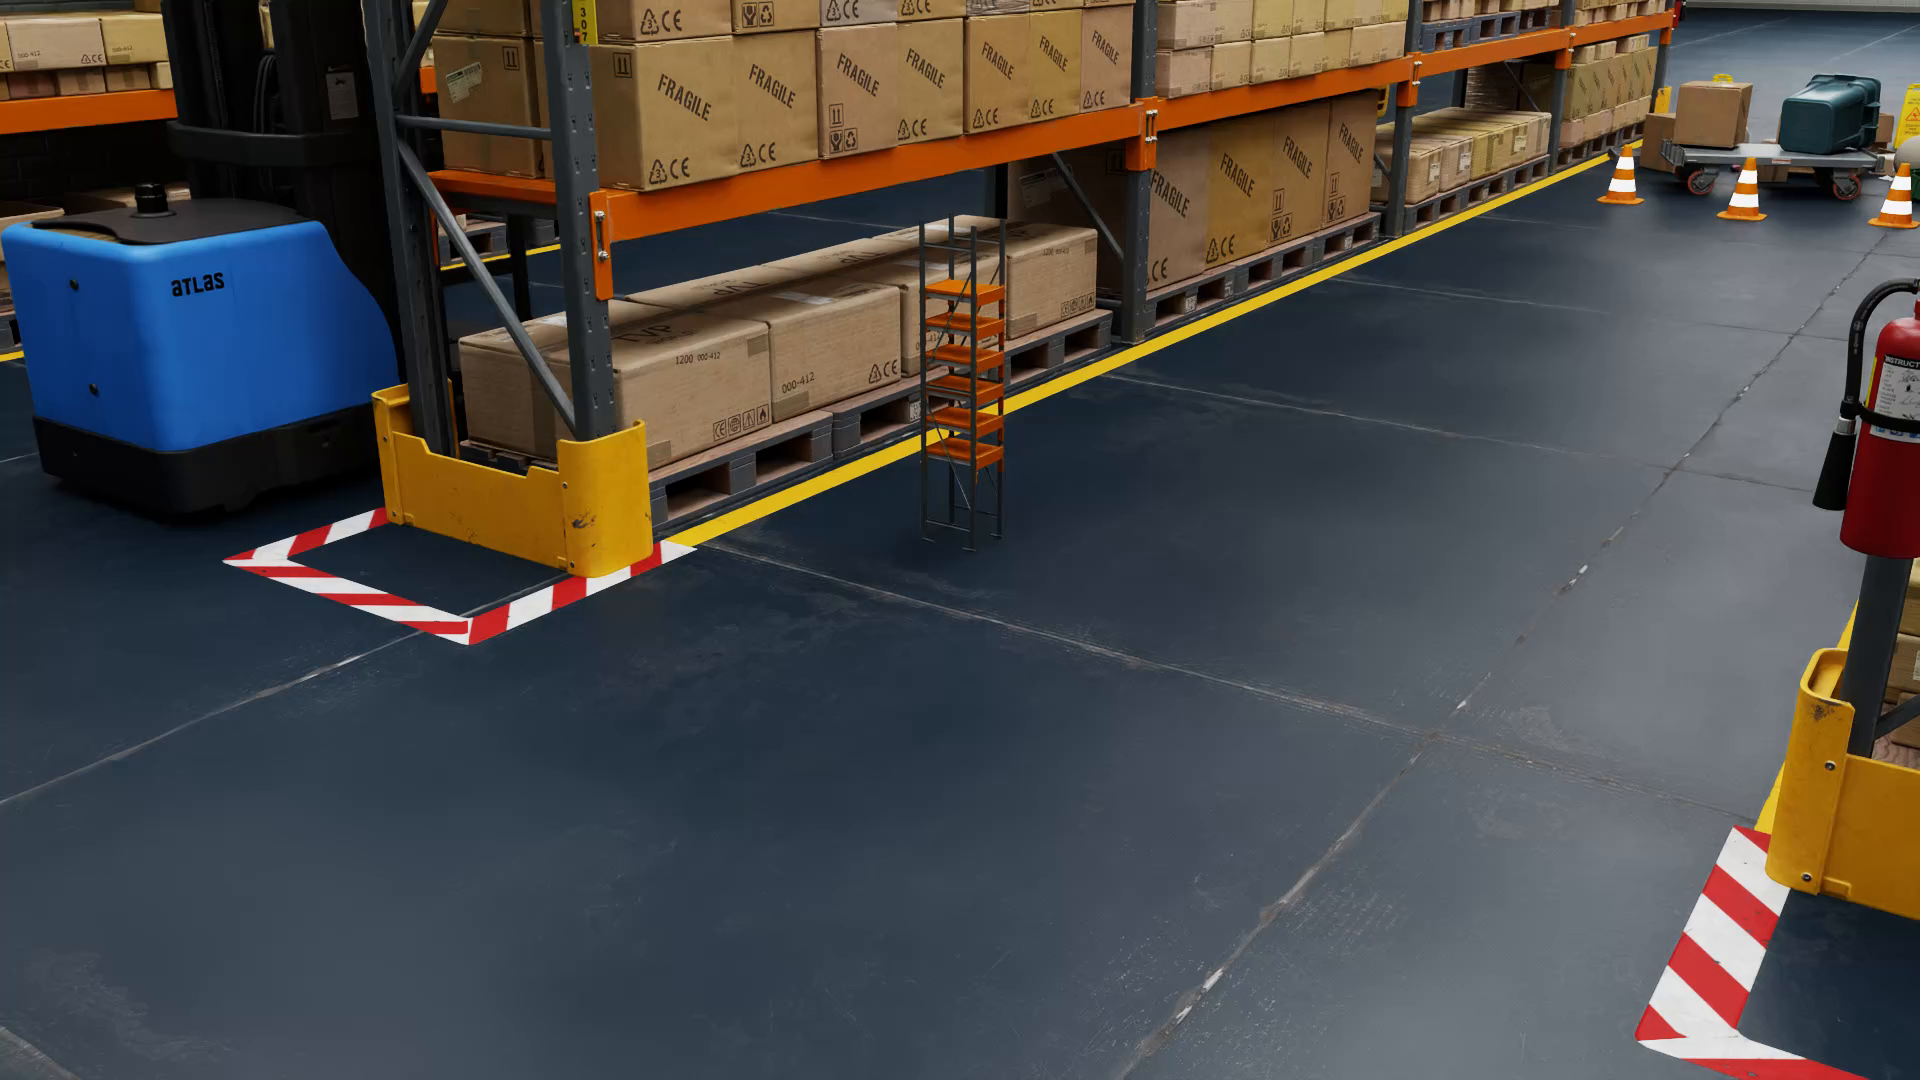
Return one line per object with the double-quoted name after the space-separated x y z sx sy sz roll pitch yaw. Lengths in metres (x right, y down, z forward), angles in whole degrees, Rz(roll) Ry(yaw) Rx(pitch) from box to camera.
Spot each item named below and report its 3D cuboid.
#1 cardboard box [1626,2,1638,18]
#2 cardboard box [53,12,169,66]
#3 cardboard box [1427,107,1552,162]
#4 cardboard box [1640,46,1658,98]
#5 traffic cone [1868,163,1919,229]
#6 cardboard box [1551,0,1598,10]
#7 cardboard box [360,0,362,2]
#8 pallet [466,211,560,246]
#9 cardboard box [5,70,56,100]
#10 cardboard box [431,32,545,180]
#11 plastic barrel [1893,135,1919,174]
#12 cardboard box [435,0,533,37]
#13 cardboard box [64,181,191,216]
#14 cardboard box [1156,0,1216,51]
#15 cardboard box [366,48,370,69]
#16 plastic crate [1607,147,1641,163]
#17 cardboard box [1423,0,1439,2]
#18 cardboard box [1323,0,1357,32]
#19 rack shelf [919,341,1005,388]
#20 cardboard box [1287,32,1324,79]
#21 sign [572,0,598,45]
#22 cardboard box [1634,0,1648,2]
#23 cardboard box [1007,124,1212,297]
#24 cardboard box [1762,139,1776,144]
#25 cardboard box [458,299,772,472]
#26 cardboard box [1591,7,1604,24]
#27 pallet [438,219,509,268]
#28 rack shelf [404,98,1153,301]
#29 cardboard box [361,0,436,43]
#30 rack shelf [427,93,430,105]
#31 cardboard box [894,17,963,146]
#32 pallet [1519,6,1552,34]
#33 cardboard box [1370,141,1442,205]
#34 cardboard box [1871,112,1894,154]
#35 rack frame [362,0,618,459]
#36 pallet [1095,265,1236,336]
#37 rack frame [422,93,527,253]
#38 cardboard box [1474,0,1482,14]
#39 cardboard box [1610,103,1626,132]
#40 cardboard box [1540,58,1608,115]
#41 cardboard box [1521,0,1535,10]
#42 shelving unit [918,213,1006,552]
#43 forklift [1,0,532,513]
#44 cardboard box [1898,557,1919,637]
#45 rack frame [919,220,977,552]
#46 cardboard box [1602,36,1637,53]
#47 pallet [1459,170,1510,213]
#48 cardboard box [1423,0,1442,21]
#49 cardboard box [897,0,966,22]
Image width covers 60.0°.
6.629 -5.376 16.836 0.380 0.149 0.250 13 24 31 "cardboard box"
-4.735 -2.837 9.398 0.500 0.250 0.500 13 24 31 "cardboard box"
4.782 -3.689 15.097 0.950 0.372 0.625 14 24 33 "cardboard box"
7.089 -5.001 17.740 0.500 0.500 0.500 13 24 32 "cardboard box"
7.223 -2.659 12.786 0.336 0.463 0.334 13 24 32 "traffic cone"
5.553 -5.134 15.247 0.500 0.500 0.500 13 24 32 "cardboard box"
-4.031 -3.527 11.263 0.500 0.250 0.500 13 24 31 "cardboard box"
-3.103 -2.480 12.665 1.003 0.211 1.213 13 24 32 "pallet"
-5.143 -2.487 9.026 0.380 0.149 0.250 13 24 31 "cardboard box"
-1.618 -1.669 6.310 0.500 0.500 0.500 13 24 32 "cardboard box"
8.595 -3.355 14.726 0.421 0.421 0.512 -6 21 -15 "plastic barrel"
-1.597 -2.133 6.122 0.500 0.500 0.500 14 25 34 "cardboard box"
-4.843 -1.819 9.856 0.700 0.500 0.500 14 25 34 "cardboard box"
1.058 -2.815 9.048 0.500 0.250 0.500 12 24 30 "cardboard box"
-3.924 -3.060 10.577 0.380 0.149 0.250 14 24 33 "cardboard box"
6.636 -3.797 16.414 0.402 0.080 0.583 5 21 13 "plastic crate"
3.271 -4.195 12.104 0.500 0.500 0.500 12 24 30 "cardboard box"
2.208 -3.405 10.641 0.500 0.250 0.500 13 24 30 "cardboard box"
0.008 -0.638 6.042 0.258 0.103 0.180 13 24 32 "rack shelf"
1.923 -3.019 10.319 0.500 0.250 0.500 13 24 31 "cardboard box"
-1.215 -1.766 5.353 0.100 0.325 0.005 13 24 32 "sign"
6.677 -5.714 16.817 0.500 0.500 0.500 13 24 32 "cardboard box"
0.860 -1.974 9.735 0.875 0.875 0.875 14 25 33 "cardboard box"
8.258 -3.916 16.638 0.250 0.149 0.380 -10 22 -24 "cardboard box"
-1.382 -0.637 6.750 0.875 0.438 0.875 12 24 30 "cardboard box"
5.908 -5.014 15.859 0.380 0.149 0.250 14 25 33 "cardboard box"
-3.916 -2.042 11.482 1.003 0.211 1.213 13 24 32 "pallet"
-0.546 -1.669 7.490 1.077 0.370 4.000 13 24 32 "rack shelf"
-3.614 -3.423 10.981 0.500 0.250 0.500 14 24 33 "cardboard box"
-2.405 -3.783 13.207 1.077 0.370 4.000 13 24 32 "rack shelf"
-0.334 -2.001 7.207 0.500 0.500 0.500 14 25 34 "cardboard box"
4.525 -4.595 14.639 1.003 0.211 1.213 13 24 32 "pallet"
3.152 -2.852 12.835 0.950 0.372 0.625 11 23 28 "cardboard box"
8.430 -3.855 15.960 0.797 0.503 0.637 -2 20 -5 "cardboard box"
-1.671 -1.432 5.814 1.000 3.000 0.127 13 24 32 "rack frame"
0.949 -1.508 10.038 1.003 0.211 1.213 13 24 32 "pallet"
-3.529 -3.547 11.531 1.000 3.000 0.127 13 24 32 "rack frame"
3.911 -4.256 13.204 0.380 0.149 0.250 14 25 34 "cardboard box"
6.504 -4.348 17.053 0.500 0.250 0.500 12 24 30 "cardboard box"
5.921 -4.407 16.133 0.500 0.500 0.500 14 25 34 "cardboard box"
4.596 -4.526 13.934 0.380 0.149 0.250 14 24 32 "cardboard box"
0.008 -0.567 6.068 0.258 1.200 0.189 13 24 32 "shelving unit"
-2.533 -1.931 7.261 1.130 2.935 3.031 13 24 32 "forklift"
2.568 0.164 4.145 0.380 0.149 0.250 14 24 32 "cardboard box"
-0.043 -0.541 5.997 0.240 1.200 0.006 13 24 32 "rack frame"
6.645 -5.041 16.910 0.380 0.149 0.250 14 25 34 "cardboard box"
3.953 -2.992 14.051 1.003 0.211 1.213 13 24 32 "pallet"
3.350 -3.938 12.345 0.380 0.149 0.250 12 23 29 "cardboard box"
-0.318 -2.473 7.040 0.500 0.500 0.500 13 24 32 "cardboard box"
